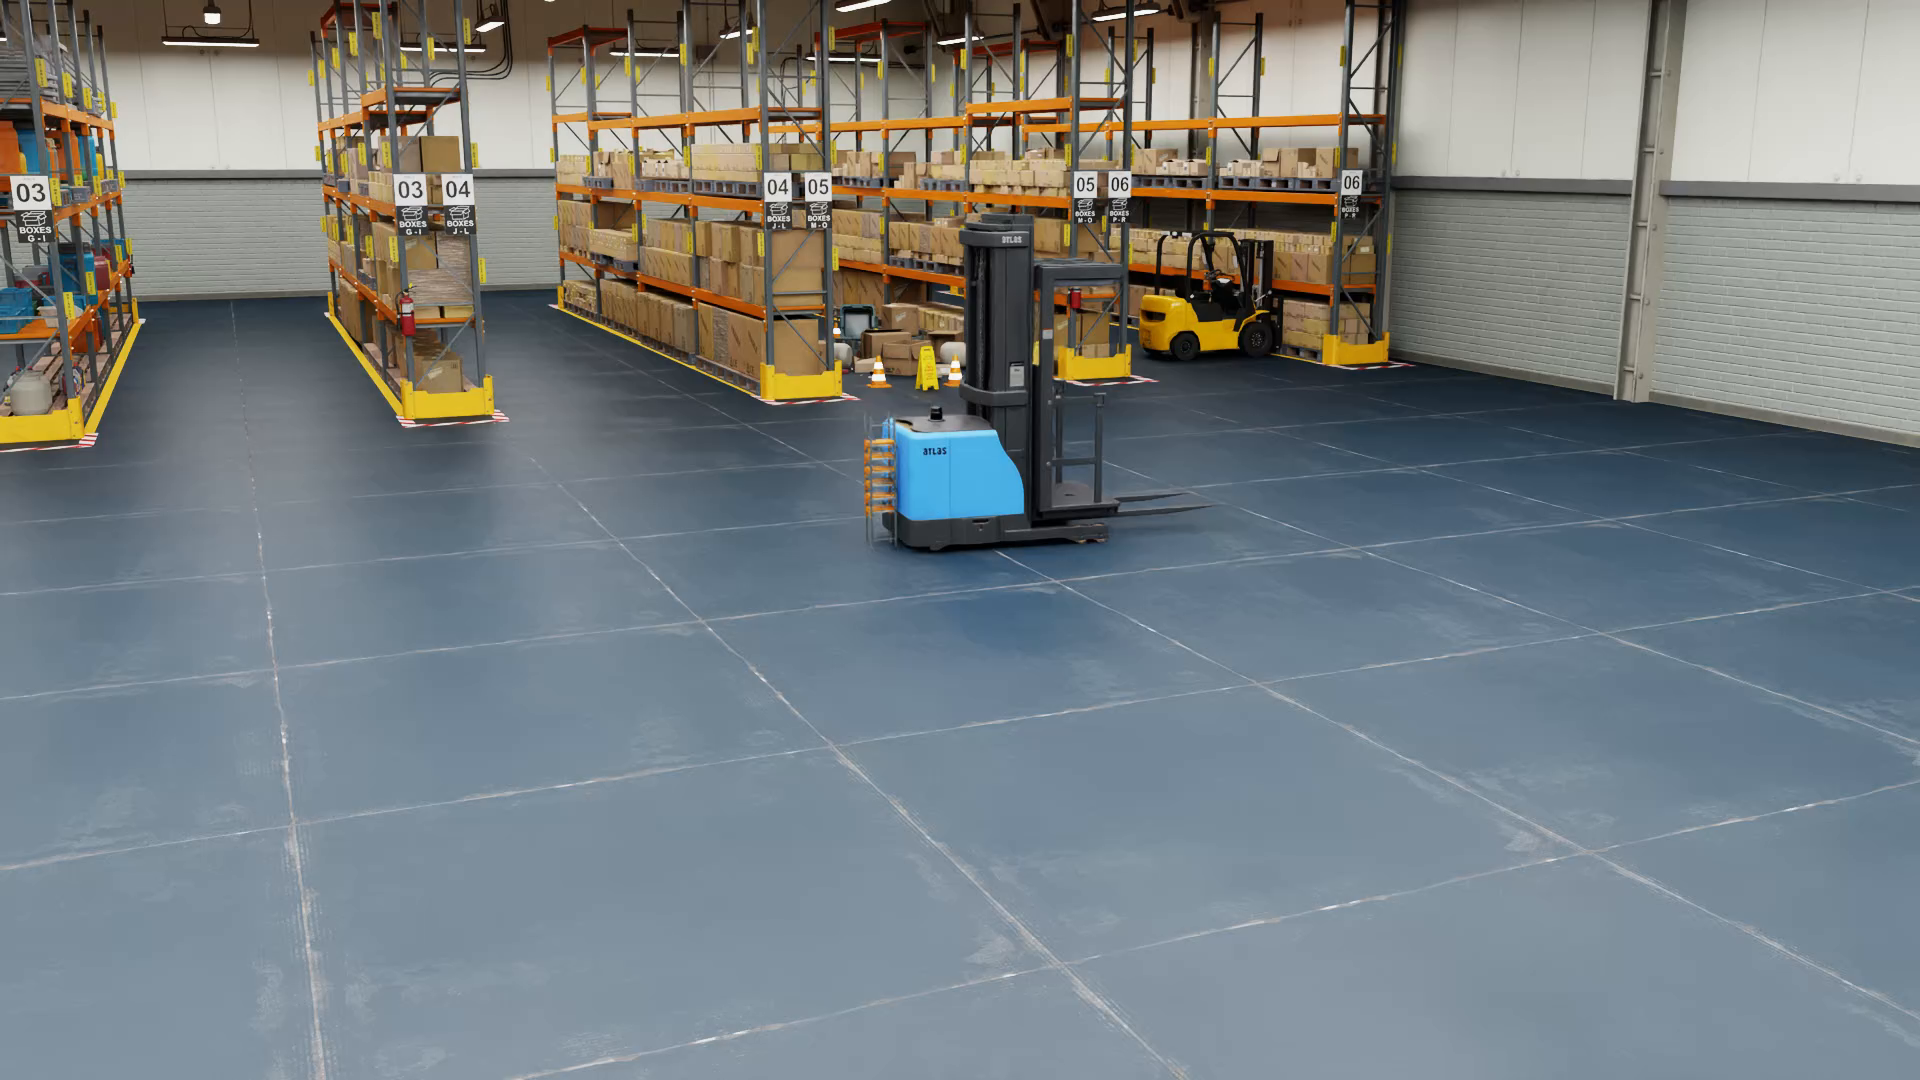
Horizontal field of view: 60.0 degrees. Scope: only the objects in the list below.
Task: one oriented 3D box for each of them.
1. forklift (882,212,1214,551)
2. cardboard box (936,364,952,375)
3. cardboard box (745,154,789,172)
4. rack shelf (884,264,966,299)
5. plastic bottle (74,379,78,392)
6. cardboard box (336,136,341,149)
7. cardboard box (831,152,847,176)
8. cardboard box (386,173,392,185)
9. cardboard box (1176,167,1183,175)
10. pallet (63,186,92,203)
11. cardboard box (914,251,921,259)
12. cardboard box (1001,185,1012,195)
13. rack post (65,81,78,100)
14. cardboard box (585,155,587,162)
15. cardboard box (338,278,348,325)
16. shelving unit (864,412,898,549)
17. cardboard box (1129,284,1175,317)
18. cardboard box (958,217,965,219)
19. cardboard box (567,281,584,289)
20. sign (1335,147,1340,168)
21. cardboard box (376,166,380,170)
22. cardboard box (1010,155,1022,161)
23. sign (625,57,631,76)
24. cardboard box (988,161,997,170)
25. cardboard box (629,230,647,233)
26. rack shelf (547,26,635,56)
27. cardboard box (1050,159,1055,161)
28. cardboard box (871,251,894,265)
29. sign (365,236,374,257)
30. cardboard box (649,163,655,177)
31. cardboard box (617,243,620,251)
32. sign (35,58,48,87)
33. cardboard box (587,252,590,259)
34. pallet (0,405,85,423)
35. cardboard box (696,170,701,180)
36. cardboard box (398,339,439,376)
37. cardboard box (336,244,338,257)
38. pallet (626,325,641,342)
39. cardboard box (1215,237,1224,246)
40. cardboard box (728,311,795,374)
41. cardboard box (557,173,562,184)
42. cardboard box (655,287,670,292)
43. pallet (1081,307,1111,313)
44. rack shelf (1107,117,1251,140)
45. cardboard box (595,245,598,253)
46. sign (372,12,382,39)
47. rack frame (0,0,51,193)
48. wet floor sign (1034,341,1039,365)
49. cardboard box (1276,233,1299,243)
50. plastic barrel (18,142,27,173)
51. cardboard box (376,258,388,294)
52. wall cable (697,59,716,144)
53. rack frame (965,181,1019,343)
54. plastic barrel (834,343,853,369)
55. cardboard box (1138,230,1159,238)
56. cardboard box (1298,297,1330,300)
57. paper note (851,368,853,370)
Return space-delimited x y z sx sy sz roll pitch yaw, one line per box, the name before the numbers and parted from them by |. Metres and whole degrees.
forklift | 0.850 -1.505 15.250 3.031 2.935 1.130 -4 14 -17
cardboard box | -0.206 -2.737 26.747 0.380 0.149 0.250 1 13 6
cardboard box | -2.777 -5.432 23.937 0.500 0.250 0.500 -5 14 -22
rack shelf | -0.233 -4.927 31.482 1.077 0.370 4.000 -6 14 -23
plastic bottle | -12.067 -2.075 22.638 0.097 0.271 0.097 0 13 0
cardboard box | -12.519 -8.159 34.160 0.500 0.250 0.500 -6 14 -25
cardboard box | -2.550 -8.024 35.460 0.500 0.500 0.500 -6 14 -24
cardboard box | -7.514 -4.866 22.417 0.380 0.149 0.250 -6 14 -25
cardboard box | 4.395 -7.106 32.051 0.380 0.149 0.250 -6 14 -23
pallet | -12.672 -4.751 22.892 1.213 0.211 1.003 -6 14 -23
cardboard box | -0.666 -5.466 31.838 0.380 0.149 0.250 -5 14 -20
cardboard box | 0.904 -5.843 27.747 0.380 0.149 0.250 -6 14 -24
rack post | -14.981 -7.380 27.349 0.954 0.300 0.937 -6 14 -23
cardboard box | -7.623 -7.969 34.717 0.380 0.149 0.250 -5 14 -22
cardboard box | -11.442 -4.661 32.518 1.225 0.875 0.875 -6 14 -23
shelving unit | -0.711 -0.530 14.877 0.258 1.200 0.189 -4 14 -17
cardboard box | 4.018 -4.923 34.205 0.875 0.625 0.625 -5 14 -21
cardboard box | 0.174 -5.923 30.938 0.380 0.149 0.250 -5 14 -20
cardboard box | -8.632 -5.733 37.438 0.380 0.149 0.250 -6 14 -23
sign | 6.214 -6.295 27.357 0.100 0.325 0.005 -6 14 -23
cardboard box | -8.981 -5.755 26.178 0.396 0.266 0.258 -5 14 -21
cardboard box | 1.487 -8.826 38.643 0.500 0.250 0.500 -6 14 -23
sign | -6.023 -8.588 30.153 0.100 0.325 0.005 -6 14 -23
cardboard box | 0.704 -6.334 28.102 0.380 0.149 0.250 -6 14 -23
cardboard box | -6.477 -6.193 33.661 0.380 0.149 0.250 -6 14 -23
rack shelf | -7.933 -10.654 35.550 1.077 0.370 4.000 -6 14 -23
cardboard box | 2.206 -8.342 36.734 0.380 0.149 0.250 -6 14 -23
cardboard box | -1.475 -5.699 33.553 0.500 0.250 0.500 -6 14 -25
sign | -9.020 -4.483 25.398 0.100 0.325 0.005 -6 14 -23
cardboard box | -5.241 -6.592 29.605 0.500 0.250 0.500 -5 14 -21
cardboard box | -6.361 -5.620 31.846 0.380 0.149 0.250 -5 14 -22
sign | -10.943 -5.565 19.802 0.100 0.325 0.005 -6 14 -23
cardboard box | -7.664 -6.008 35.114 0.380 0.149 0.250 -6 14 -24
pallet | -11.842 -1.517 21.336 1.003 0.211 1.213 -6 14 -23
cardboard box | -3.987 -5.829 26.537 0.380 0.149 0.250 -6 14 -23
cardboard box | -8.153 -2.752 25.102 0.500 0.500 0.500 -1 13 -5
cardboard box | -12.344 -5.868 33.625 0.500 0.250 0.500 -5 14 -21
pallet | -5.841 -4.026 32.177 1.003 0.211 1.213 -6 14 -23
cardboard box | 5.001 -5.589 31.084 0.380 0.149 0.250 -6 14 -24
cardboard box | -3.012 -3.055 25.579 0.875 0.875 0.875 -6 14 -24
cardboard box | -8.789 -8.148 37.484 0.500 0.250 0.500 -5 14 -21
cardboard box | -5.584 -4.739 32.024 0.500 0.250 0.500 -6 14 -26
pallet | 3.247 -4.939 36.122 1.003 0.211 1.213 -6 14 -23
rack shelf | 4.313 -8.104 32.791 1.077 0.370 4.000 -6 14 -23
cardboard box | -7.183 -5.900 33.715 0.380 0.149 0.250 -6 14 -23
sign | -7.427 -6.552 21.179 0.100 0.325 0.005 -6 14 -23
rack frame | -11.448 -5.618 19.568 1.000 3.000 0.127 -6 14 -23
wet floor sign | 1.266 -2.755 25.723 0.267 0.644 0.232 -1 13 -4
cardboard box | 5.777 -5.306 29.205 0.380 0.149 0.250 -5 14 -22
plastic barrel | -12.021 -4.677 20.806 0.600 0.588 0.600 0 13 0
cardboard box | -8.221 -3.958 24.817 0.875 0.500 0.500 -6 14 -23
wall cable | -6.776 -11.416 44.619 0.463 3.000 0.029 -6 14 -23
rack frame | 0.568 -4.864 29.615 1.000 3.000 0.127 -6 14 -23
plastic barrel | -2.067 -3.045 27.470 0.512 0.421 0.421 4 14 16
cardboard box | 3.849 -6.204 33.744 0.380 0.149 0.250 -5 14 -22
cardboard box | 6.303 -4.163 29.533 0.500 0.250 0.500 -6 14 -23
paper note | -1.707 -2.831 27.431 0.172 0.023 0.155 -1 13 -4
